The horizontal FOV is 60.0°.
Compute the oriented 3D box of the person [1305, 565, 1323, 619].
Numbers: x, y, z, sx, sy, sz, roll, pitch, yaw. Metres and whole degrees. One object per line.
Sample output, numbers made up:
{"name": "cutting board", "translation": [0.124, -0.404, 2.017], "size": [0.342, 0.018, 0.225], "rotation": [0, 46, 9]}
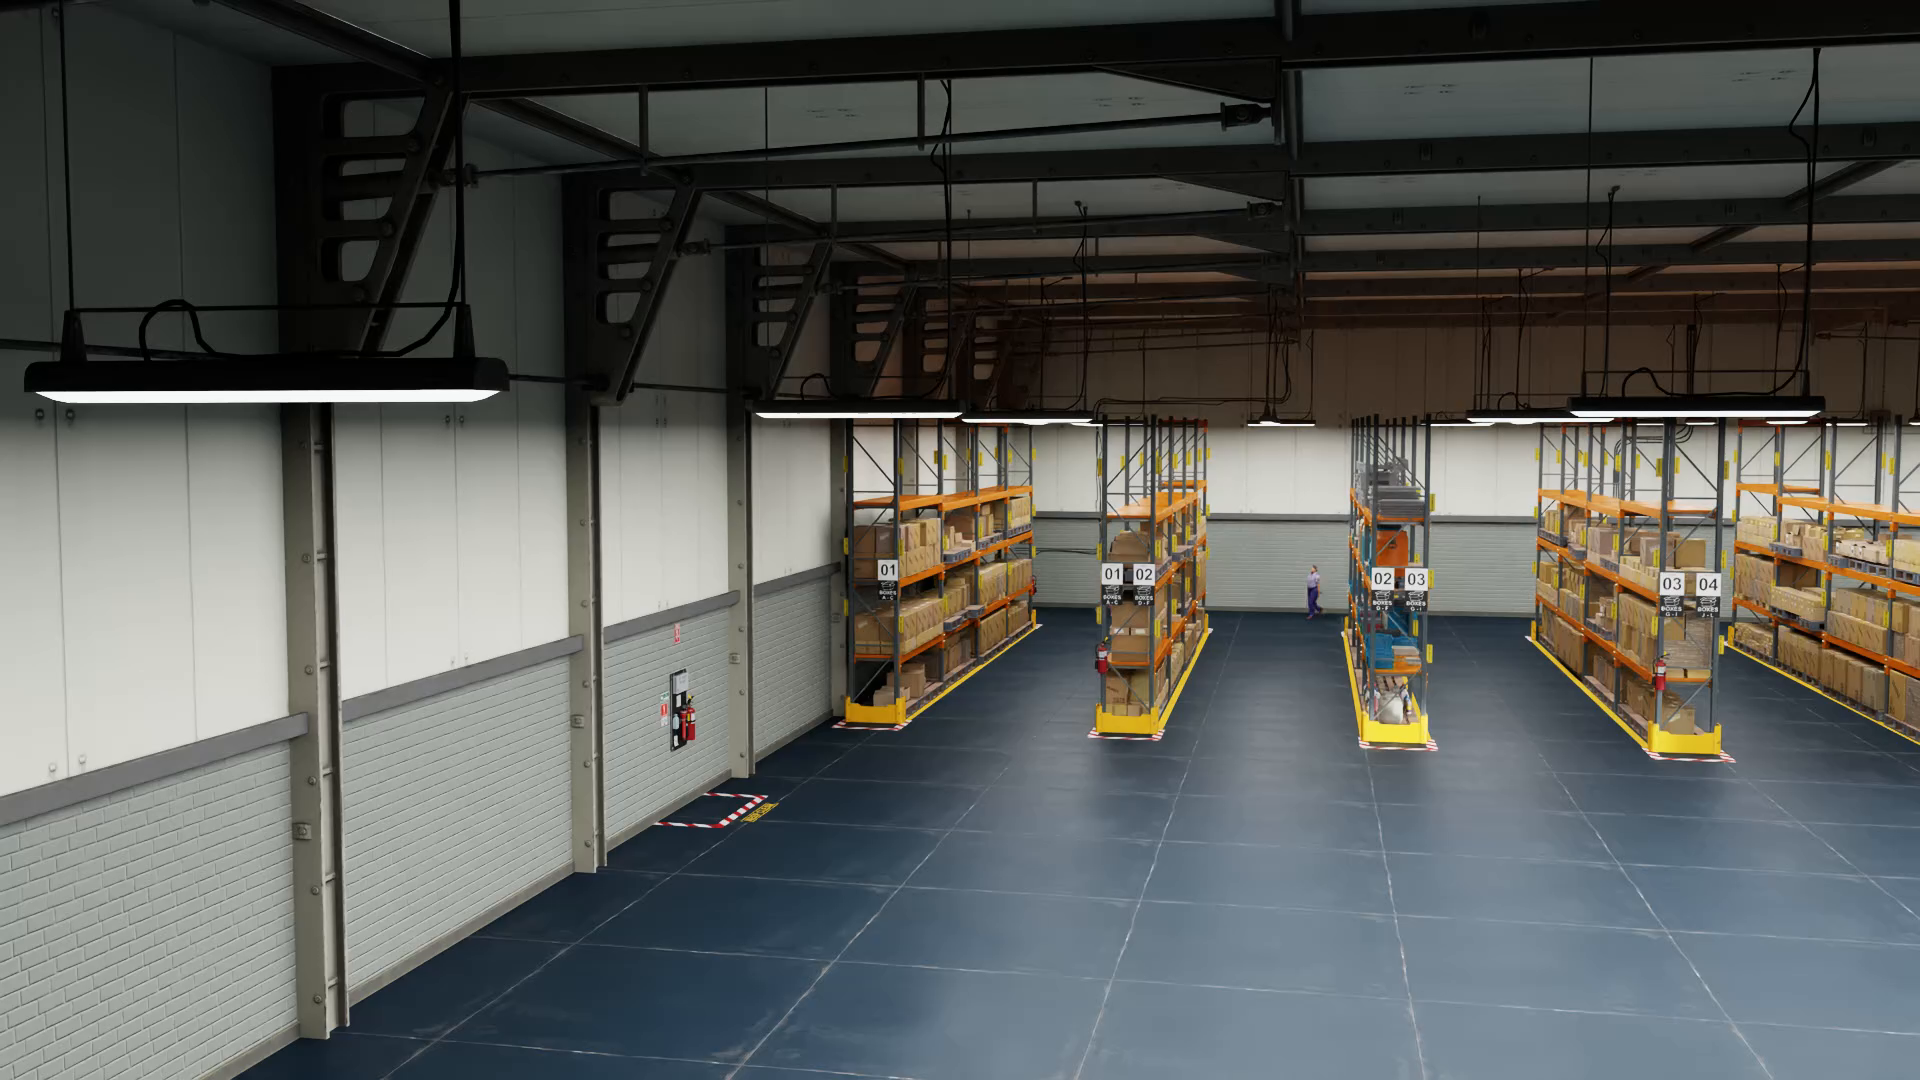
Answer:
{"name": "person", "translation": [10.686, 1.561, 50.064], "size": [0.725, 1.620, 0.483], "rotation": [-1, 4, -20]}

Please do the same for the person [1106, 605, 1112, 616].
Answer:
{"name": "person", "translation": [4.609, 1.500, 50.845], "size": [0.445, 1.645, 0.761], "rotation": [-3, 5, -41]}
